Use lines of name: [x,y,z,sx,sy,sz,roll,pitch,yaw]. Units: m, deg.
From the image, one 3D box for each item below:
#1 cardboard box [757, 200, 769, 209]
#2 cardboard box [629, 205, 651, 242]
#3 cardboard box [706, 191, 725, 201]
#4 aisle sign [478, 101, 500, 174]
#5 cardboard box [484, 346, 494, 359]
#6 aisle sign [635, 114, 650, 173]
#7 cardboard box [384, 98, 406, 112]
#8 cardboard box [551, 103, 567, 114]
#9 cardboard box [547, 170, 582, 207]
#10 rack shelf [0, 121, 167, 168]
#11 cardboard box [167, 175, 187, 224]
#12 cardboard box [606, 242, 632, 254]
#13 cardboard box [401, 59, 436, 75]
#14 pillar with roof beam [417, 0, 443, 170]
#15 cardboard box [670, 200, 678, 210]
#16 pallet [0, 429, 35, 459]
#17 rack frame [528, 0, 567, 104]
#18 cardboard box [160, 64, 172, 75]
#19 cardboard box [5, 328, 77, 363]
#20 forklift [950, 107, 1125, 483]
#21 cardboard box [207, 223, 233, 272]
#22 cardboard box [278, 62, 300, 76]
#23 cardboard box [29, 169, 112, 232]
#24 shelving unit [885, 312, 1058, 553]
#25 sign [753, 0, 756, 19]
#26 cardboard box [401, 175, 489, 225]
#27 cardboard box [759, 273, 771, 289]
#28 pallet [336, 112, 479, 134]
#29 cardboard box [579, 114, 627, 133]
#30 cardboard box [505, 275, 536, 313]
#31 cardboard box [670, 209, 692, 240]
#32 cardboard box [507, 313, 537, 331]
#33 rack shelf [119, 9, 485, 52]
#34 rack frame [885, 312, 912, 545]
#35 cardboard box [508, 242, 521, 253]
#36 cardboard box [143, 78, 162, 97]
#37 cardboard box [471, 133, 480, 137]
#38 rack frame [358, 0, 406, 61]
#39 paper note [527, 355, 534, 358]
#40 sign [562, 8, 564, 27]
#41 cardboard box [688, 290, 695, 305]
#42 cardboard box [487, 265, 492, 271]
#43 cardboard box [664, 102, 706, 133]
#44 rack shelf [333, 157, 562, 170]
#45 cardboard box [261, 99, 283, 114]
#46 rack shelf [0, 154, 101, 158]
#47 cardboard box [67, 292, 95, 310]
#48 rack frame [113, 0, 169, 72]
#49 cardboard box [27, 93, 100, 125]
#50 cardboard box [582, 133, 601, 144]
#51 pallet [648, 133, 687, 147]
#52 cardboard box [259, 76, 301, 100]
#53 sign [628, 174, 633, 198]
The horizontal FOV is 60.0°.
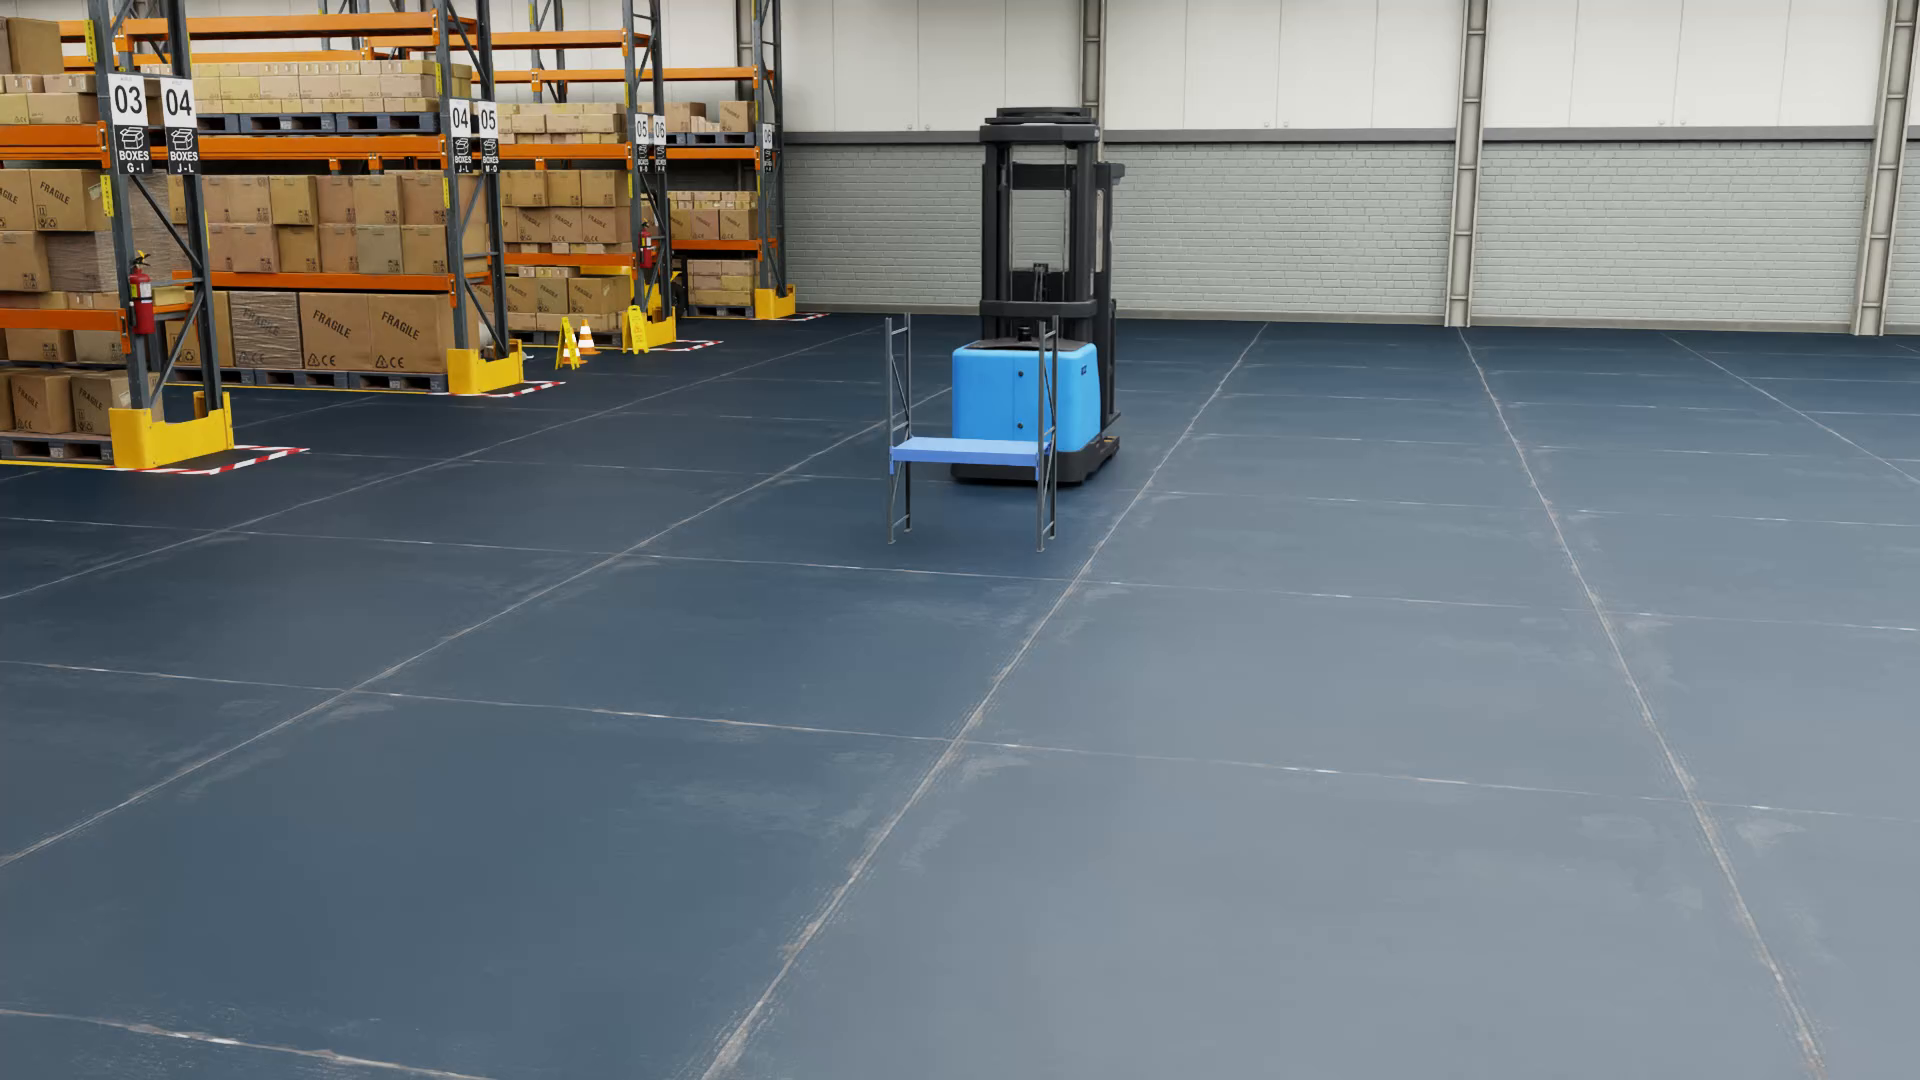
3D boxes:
cardboard box: [-3.458,-5.747,28.484,0.250,0.149,0.380,3,13,12]
cardboard box: [-4.770,-4.542,23.865,0.500,0.500,0.500,3,13,13]
cardboard box: [-4.096,-5.809,28.075,0.250,0.149,0.380,3,13,15]
aisle sign: [-5.323,-4.548,18.805,0.004,0.787,0.394,3,13,14]
cardboard box: [-6.132,-2.517,22.235,0.250,0.149,0.380,12,17,43]
aisle sign: [-4.386,-5.470,22.964,0.004,0.787,0.394,3,13,14]
cardboard box: [-6.113,-4.774,18.281,0.250,0.149,0.380,3,13,14]
cardboard box: [-5.503,-6.007,23.197,0.250,0.149,0.380,3,13,14]
cardboard box: [-5.414,-4.956,23.421,0.500,0.500,0.700,3,13,14]
rack shelf: [-8.692,-3.399,14.362,4.000,0.370,1.077,3,13,14]
cardboard box: [-8.998,-4.001,19.503,0.550,0.550,0.875,3,13,14]
cardboard box: [-4.791,-4.117,23.446,0.250,0.149,0.380,4,13,15]
cardboard box: [-5.872,-5.150,18.136,0.250,0.149,0.380,3,13,14]
pillar with roof beam: [-10.507,-7.870,25.930,0.400,9.000,9.100,3,13,14]
cardboard box: [-4.846,-5.696,28.251,0.250,0.149,0.380,3,13,14]
pallet: [-8.785,-0.938,14.972,1.213,0.211,1.003,3,13,14]
rack frame: [-7.074,-8.446,28.526,0.127,3.000,1.000,3,13,14]
cardboard box: [-8.827,-5.308,18.848,0.250,0.149,0.380,3,13,13]
cardboard box: [-10.908,-2.598,20.242,0.750,0.750,1.050,3,13,14]
forklift: [0.781,-2.151,14.161,1.130,2.935,3.031,3,13,14]
cardboard box: [-8.447,-3.460,19.556,0.550,0.550,0.875,3,13,14]
cardboard box: [-7.353,-5.230,18.493,0.250,0.149,0.380,3,13,14]
cardboard box: [-7.344,-2.840,13.885,0.500,0.500,0.500,3,13,14]
shelving unit: [0.083,-0.728,11.051,1.048,1.500,0.538,3,13,14]
sign: [-3.334,-8.620,26.970,0.005,0.325,0.100,3,13,14]
cardboard box: [-5.815,-3.847,18.809,0.550,0.550,0.875,3,13,14]
cardboard box: [-3.597,-4.484,28.745,0.500,0.250,0.500,3,13,15]
pallet: [-6.187,-4.677,18.667,1.213,0.211,1.003,3,13,14]
cardboard box: [-4.938,-5.772,23.058,0.500,0.250,0.500,3,13,13]
cardboard box: [-6.212,-3.535,23.889,0.500,0.500,0.500,3,13,12]
cardboard box: [-4.730,-5.384,28.345,0.500,0.500,0.500,3,13,12]
cardboard box: [-6.236,-3.168,23.967,0.500,0.250,0.500,3,13,12]
rack shelf: [-7.406,-5.705,18.758,4.000,0.370,1.077,3,13,14]
rack frame: [-0.411,-0.754,11.170,0.032,1.500,0.500,3,13,14]
cardboard box: [-6.270,-4.201,23.822,0.250,0.149,0.380,3,13,14]
cardboard box: [-6.963,-3.830,14.073,0.250,0.149,0.380,3,13,13]
cardboard box: [-6.785,-5.662,23.482,0.250,0.149,0.380,3,13,12]
rack frame: [-8.260,-7.402,23.820,0.127,3.000,1.000,3,13,14]
paper note: [-5.771,-2.447,22.190,0.142,0.019,0.148,-1,13,-6]
sign: [-6.917,-9.095,28.928,0.005,0.325,0.100,3,13,14]
cardboard box: [-4.687,-4.186,28.554,0.500,0.250,0.500,3,13,14]
cardboard box: [-6.883,-3.872,23.912,0.250,0.149,0.380,4,13,17]
cardboard box: [-4.649,-7.122,28.055,0.500,0.500,0.700,3,13,14]
rack shelf: [-9.016,-6.734,29.396,4.000,0.370,1.077,3,13,14]
cardboard box: [-7.599,-4.853,18.638,0.250,0.149,0.380,3,13,14]
rack shelf: [-14.085,-5.898,25.627,4.000,0.370,1.077,3,13,14]
cardboard box: [-7.319,-2.043,14.099,0.250,0.149,0.380,3,13,14]
rack frame: [-9.348,-6.356,19.105,0.127,3.000,1.000,3,13,14]
cardboard box: [-7.280,-3.544,13.705,0.500,0.250,0.500,3,13,15]
cardboard box: [-5.039,-5.573,23.082,0.250,0.149,0.380,3,13,14]
pallet: [-5.059,-6.836,28.398,1.213,0.211,1.003,3,13,14]
cardboard box: [-7.468,-5.055,18.626,0.500,0.250,0.500,3,13,14]
sign: [-4.529,-4.869,22.853,0.005,0.325,0.100,3,13,14]
